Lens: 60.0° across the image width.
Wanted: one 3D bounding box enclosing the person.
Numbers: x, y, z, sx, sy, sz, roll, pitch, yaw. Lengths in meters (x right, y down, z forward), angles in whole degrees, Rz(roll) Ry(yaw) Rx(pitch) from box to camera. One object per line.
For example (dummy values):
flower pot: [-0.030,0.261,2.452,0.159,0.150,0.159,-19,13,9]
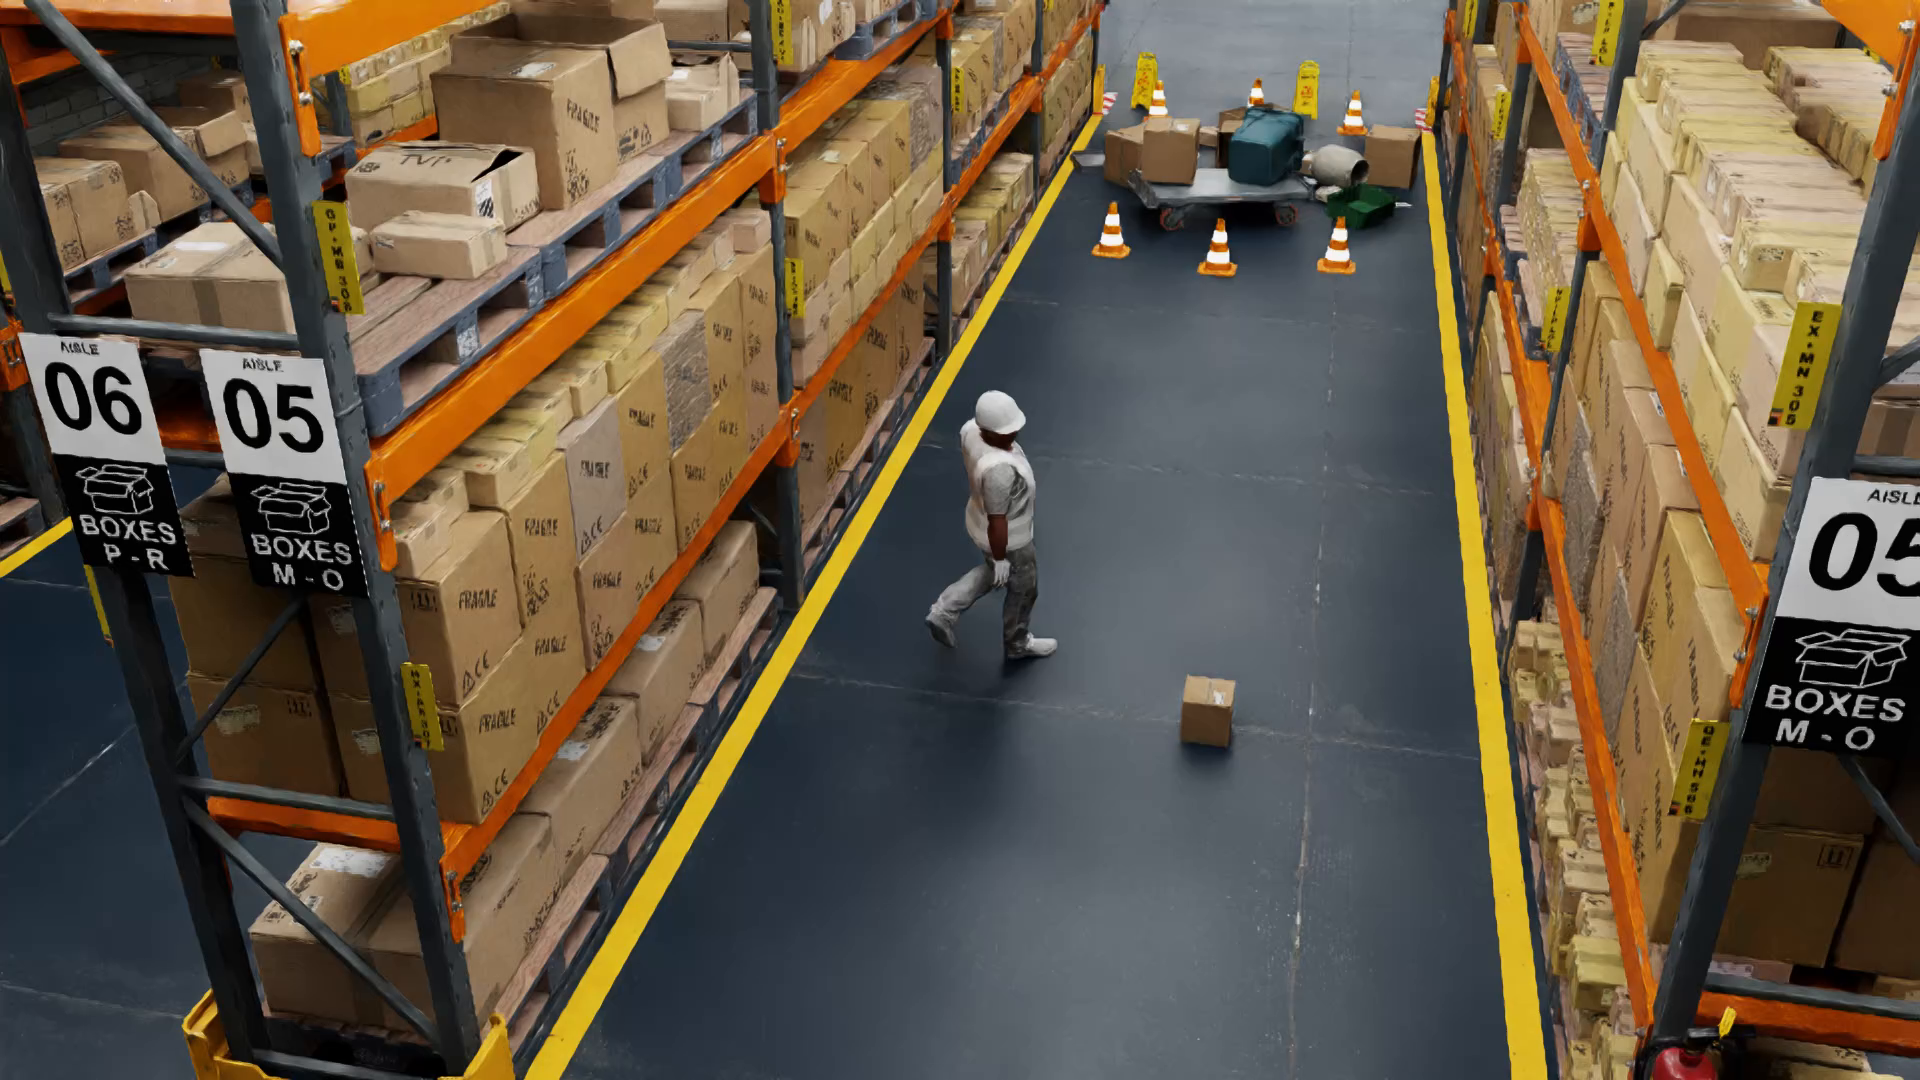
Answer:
person: [0.210,-0.043,8.734,0.775,1.731,0.618,-8,29,-14]
